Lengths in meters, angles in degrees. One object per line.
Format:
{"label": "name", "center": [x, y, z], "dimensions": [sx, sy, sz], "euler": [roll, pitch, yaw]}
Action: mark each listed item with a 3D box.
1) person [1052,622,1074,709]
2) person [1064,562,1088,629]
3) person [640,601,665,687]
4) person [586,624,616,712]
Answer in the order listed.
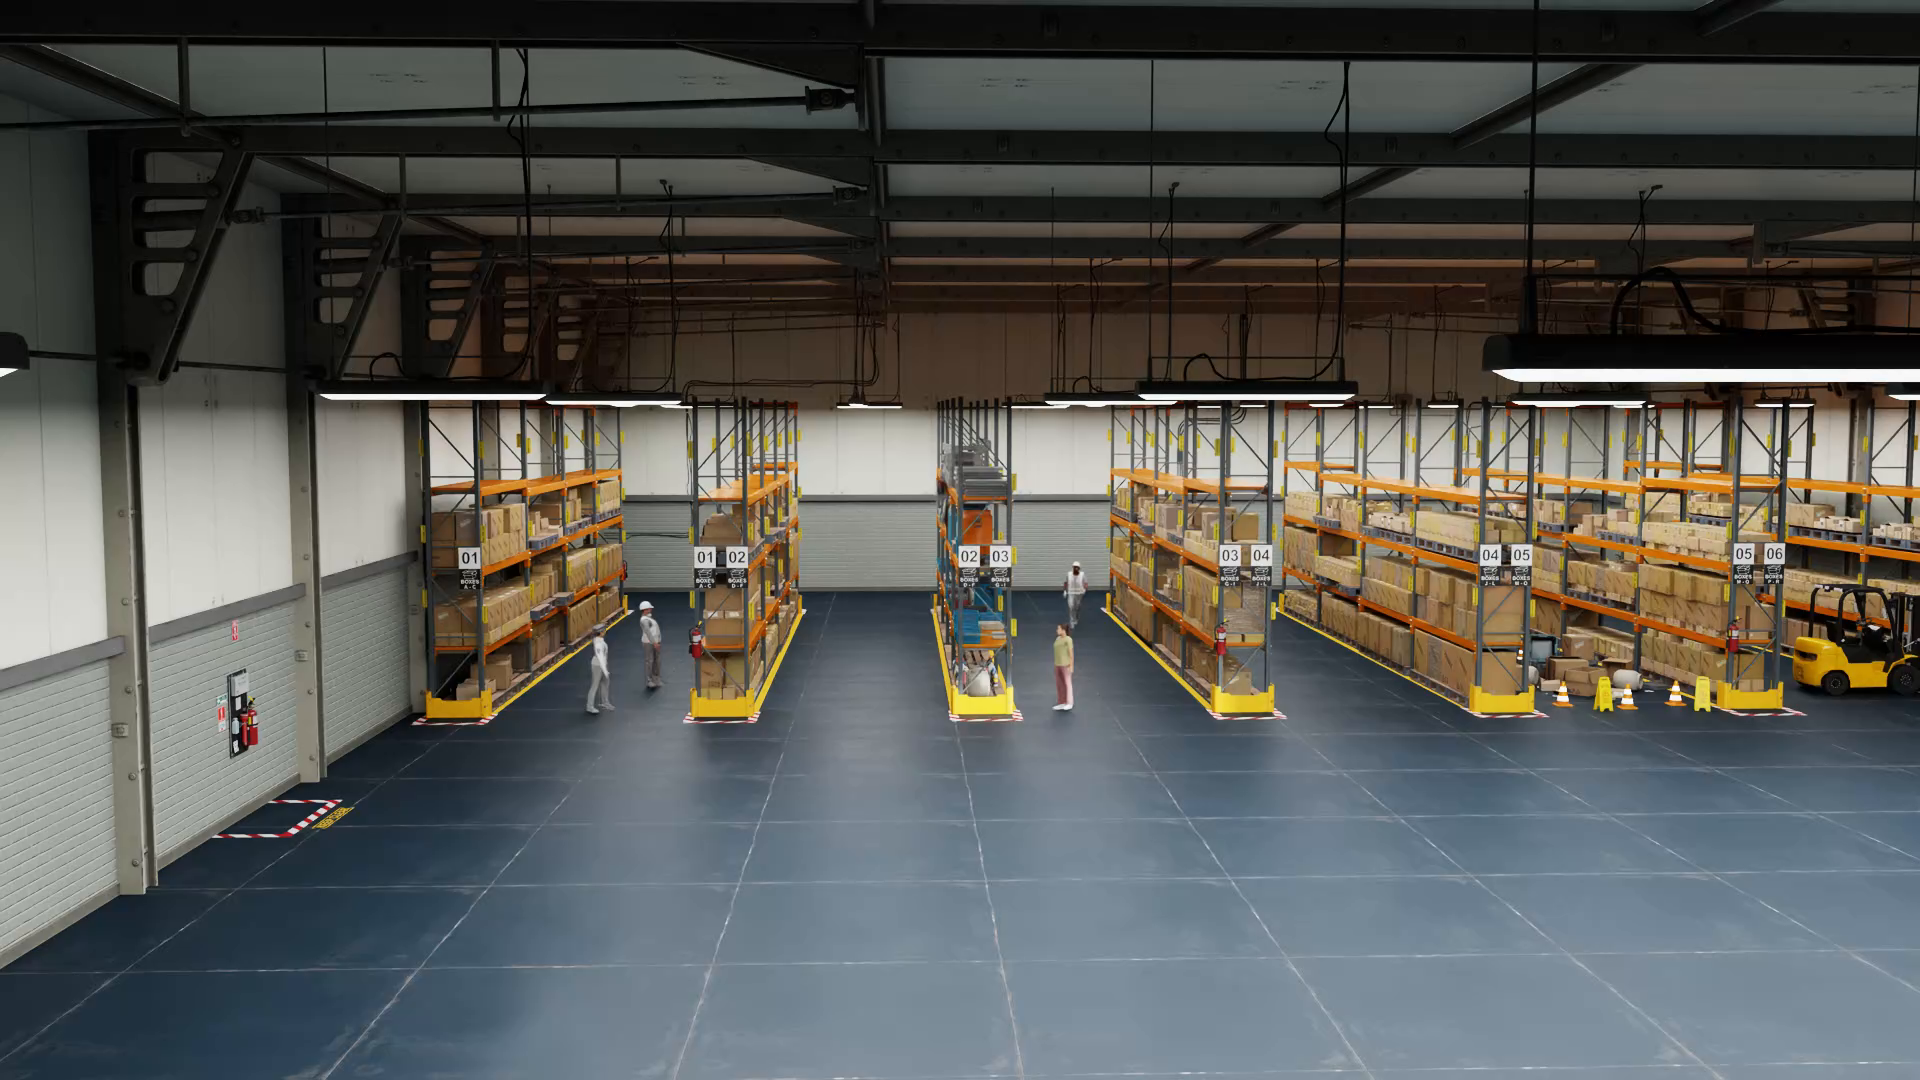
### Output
{"label": "person", "center": [2.004, 2.431, 31.949], "dimensions": [0.372, 1.706, 0.550], "euler": [-4, 6, -39]}
{"label": "person", "center": [3.084, 1.475, 44.203], "dimensions": [0.610, 1.809, 0.878], "euler": [0, 4, -2]}
{"label": "person", "center": [-6.417, 2.180, 34.644], "dimensions": [0.581, 1.809, 0.553], "euler": [2, 5, 22]}
{"label": "person", "center": [-6.882, 2.448, 31.792], "dimensions": [0.466, 1.722, 0.624], "euler": [0, 4, 2]}
